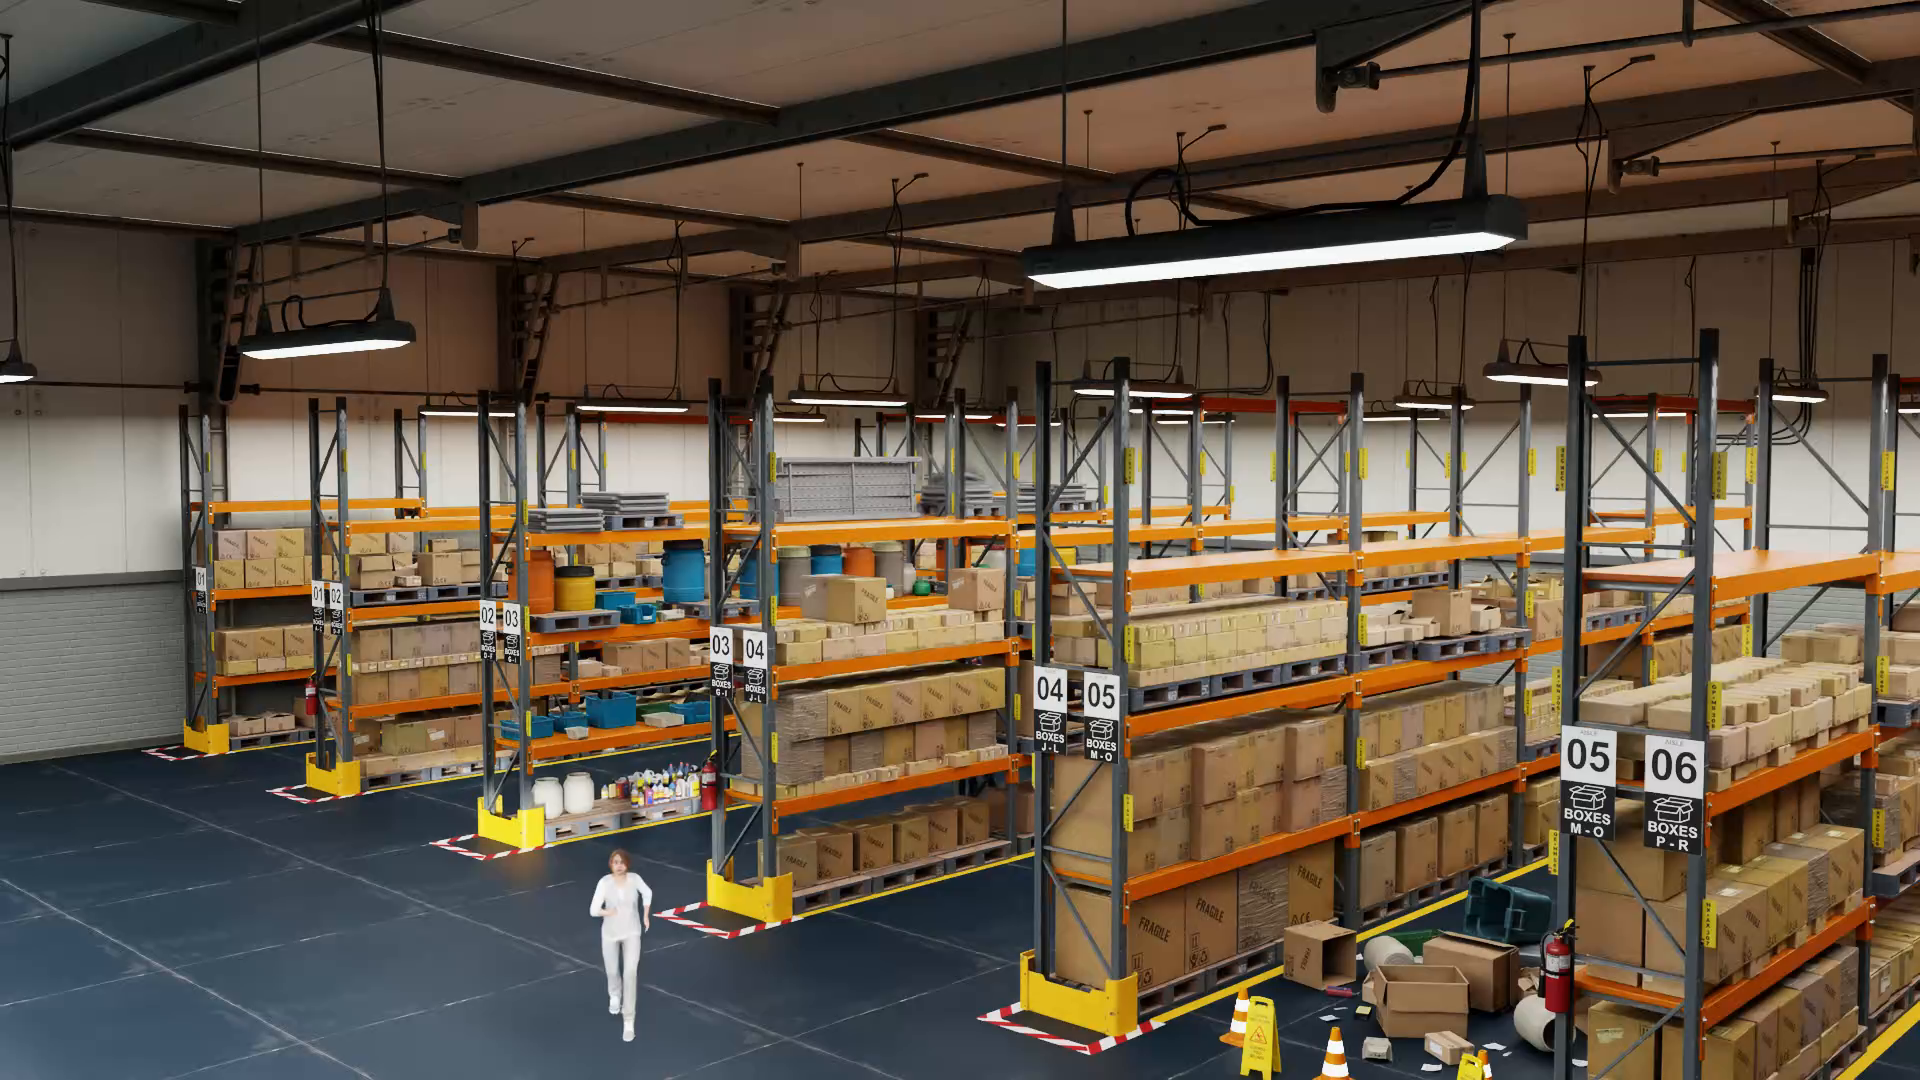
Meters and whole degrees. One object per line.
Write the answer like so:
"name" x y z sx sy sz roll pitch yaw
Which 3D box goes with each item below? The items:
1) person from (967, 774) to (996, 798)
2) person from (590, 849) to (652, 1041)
"person" 0.314 3.111 24.223 0.539 1.628 0.631 2 4 40
"person" -3.029 3.562 14.873 0.530 1.589 0.856 0 3 -8
